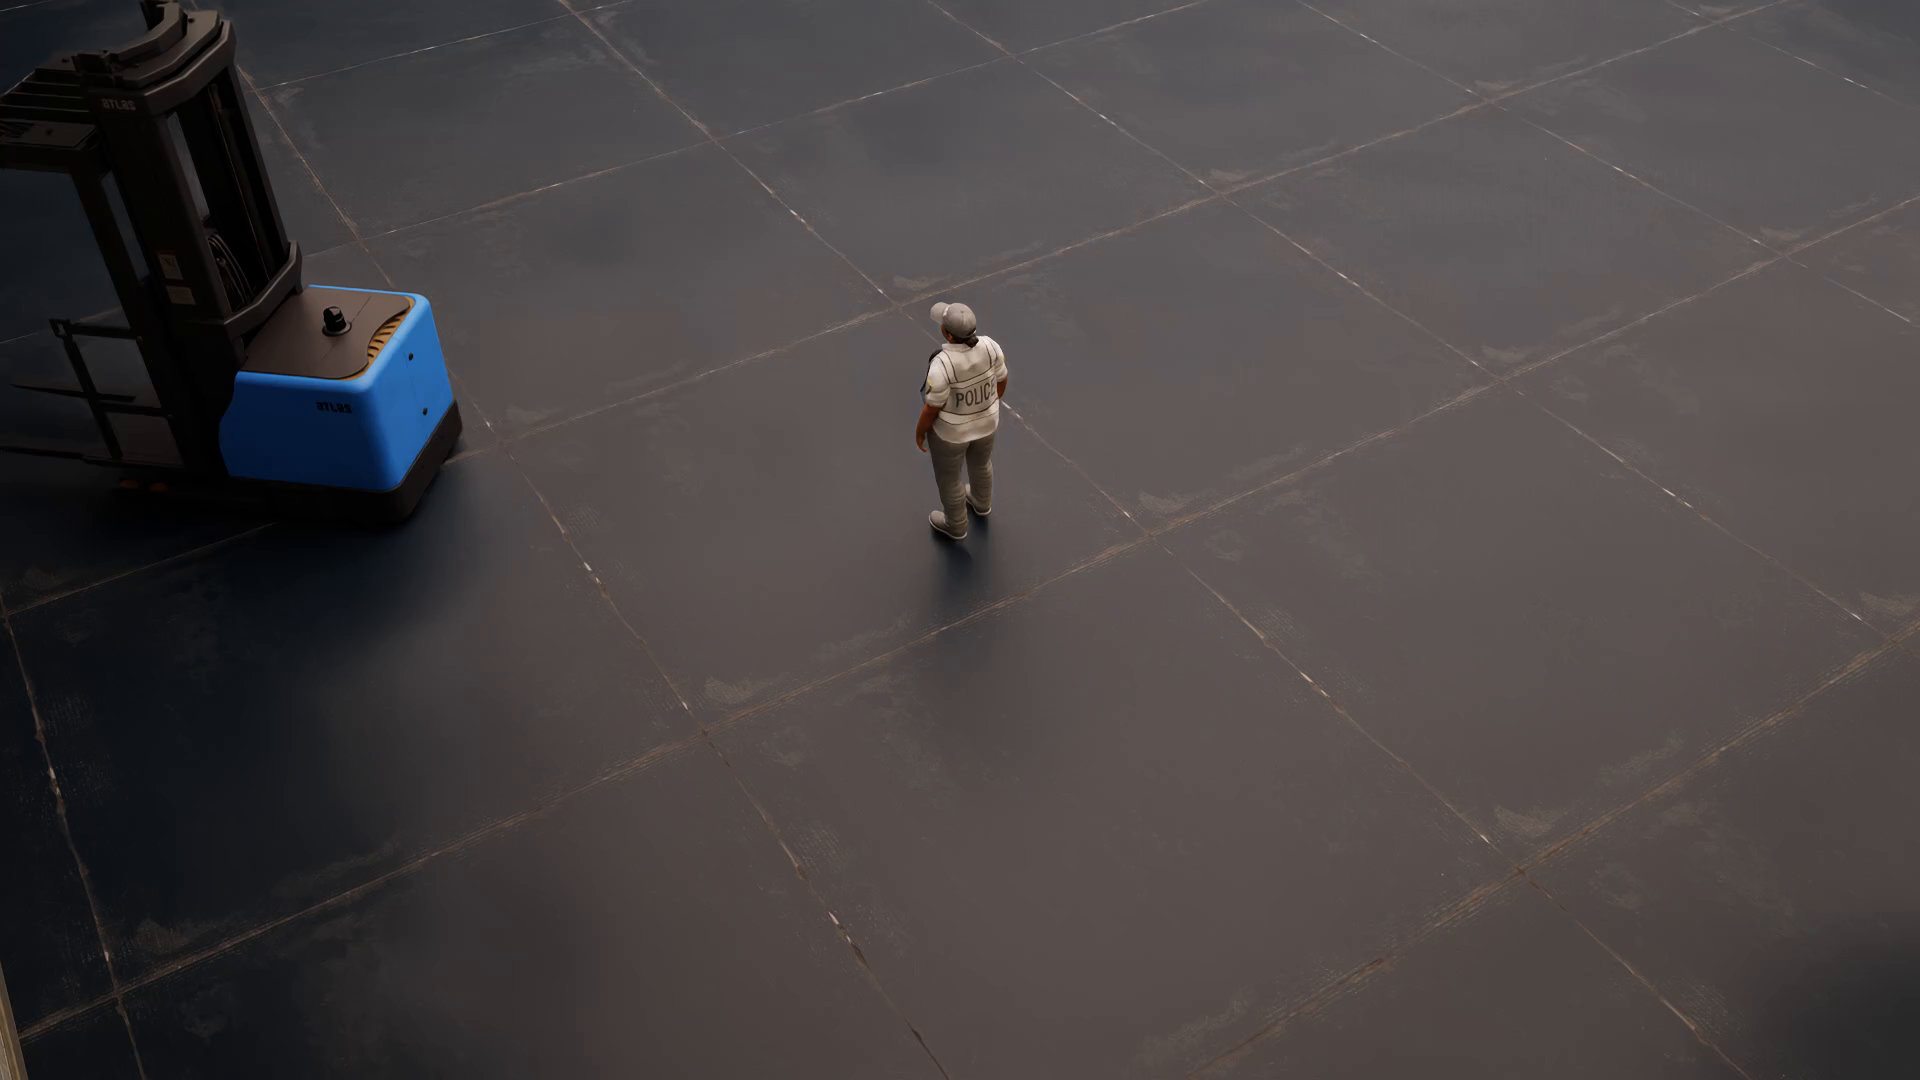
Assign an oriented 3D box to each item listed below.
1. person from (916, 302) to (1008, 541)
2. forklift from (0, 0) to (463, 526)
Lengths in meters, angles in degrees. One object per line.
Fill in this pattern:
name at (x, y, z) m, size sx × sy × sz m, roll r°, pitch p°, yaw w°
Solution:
person at (-0.022, -0.713, 9.577) m, size 0.598 × 1.670 × 0.529 m, roll -23°, pitch 46°, yaw -24°
forklift at (-4.796, -1.635, 9.742) m, size 3.031 × 2.935 × 1.130 m, roll 6°, pitch 41°, yaw 7°
